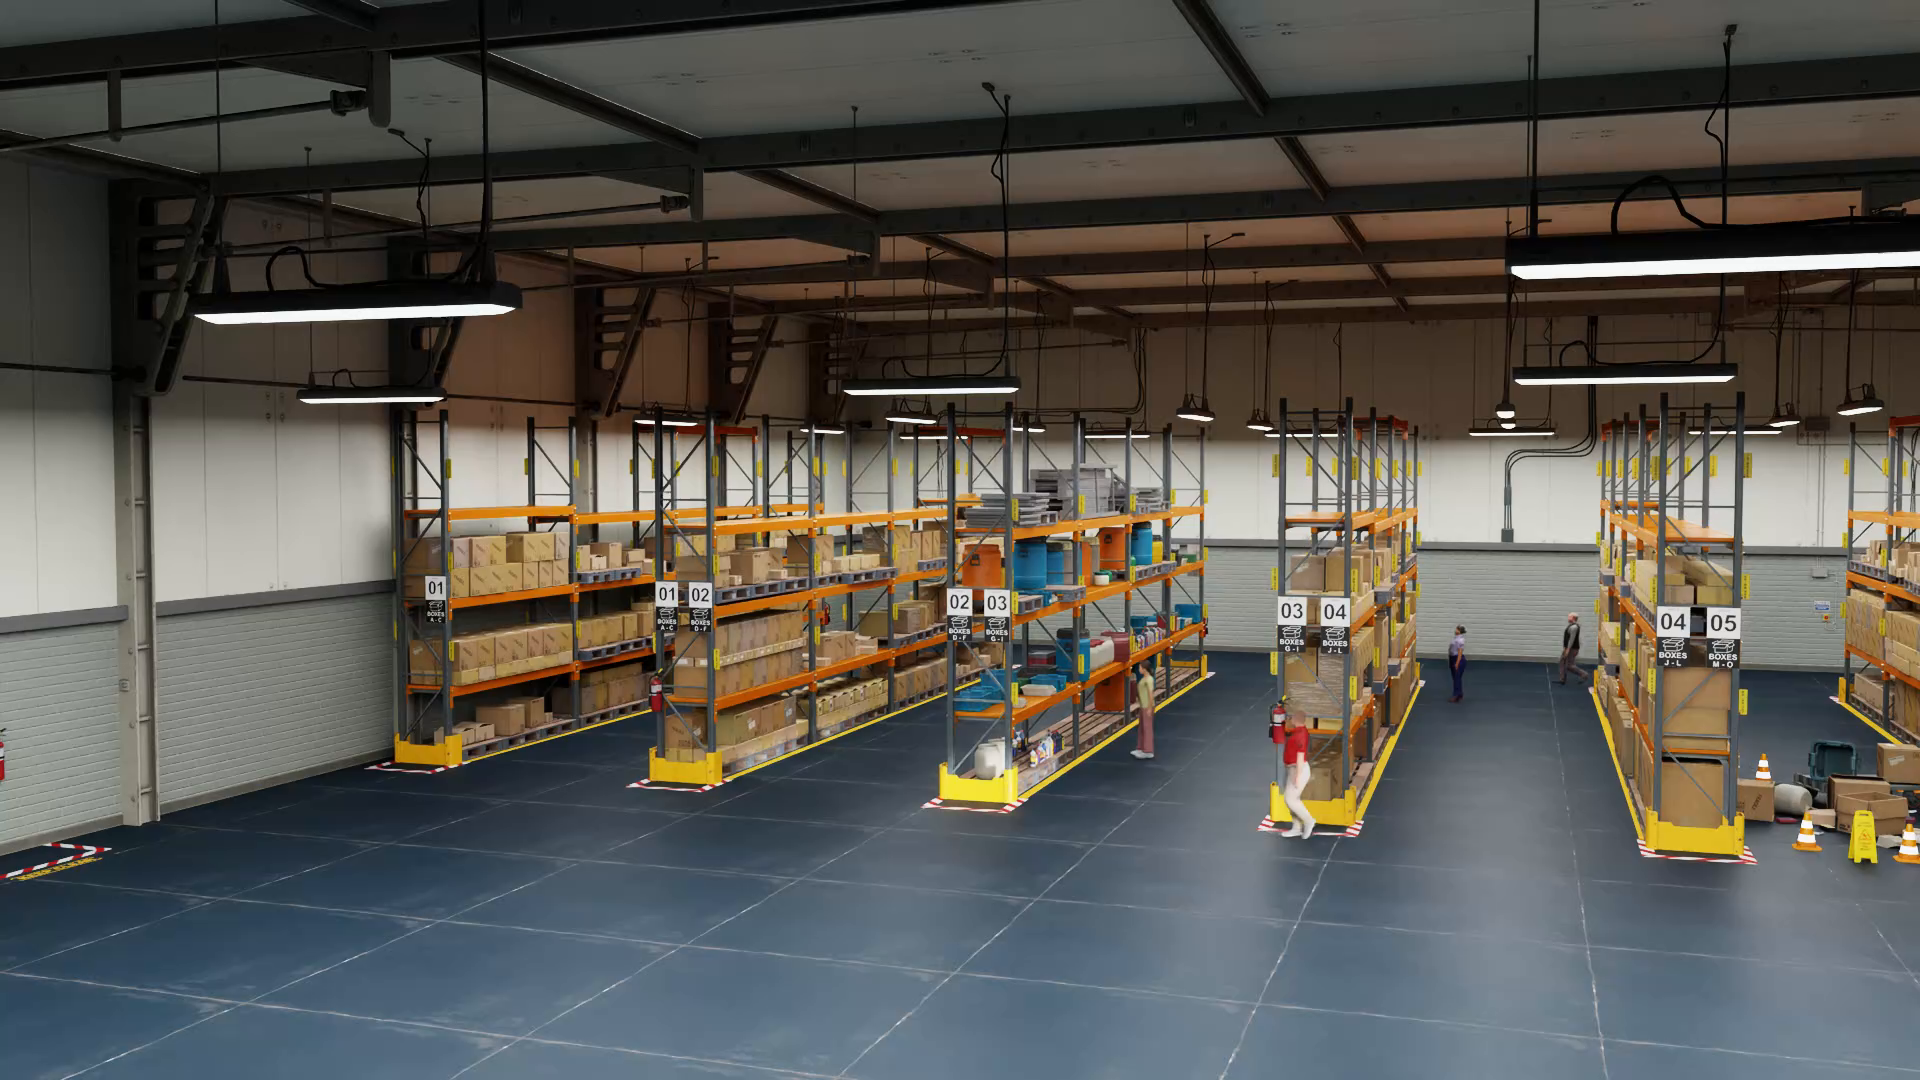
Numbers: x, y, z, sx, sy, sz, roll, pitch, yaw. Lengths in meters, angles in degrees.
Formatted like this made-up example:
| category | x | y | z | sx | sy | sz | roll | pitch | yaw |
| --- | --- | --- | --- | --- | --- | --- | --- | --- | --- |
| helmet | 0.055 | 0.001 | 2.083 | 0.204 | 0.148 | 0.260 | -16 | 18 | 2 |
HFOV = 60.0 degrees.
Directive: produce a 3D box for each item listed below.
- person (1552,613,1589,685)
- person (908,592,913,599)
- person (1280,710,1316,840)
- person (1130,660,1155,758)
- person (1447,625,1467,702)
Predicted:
| category | x | y | z | sx | sy | sz | roll | pitch | yaw |
| --- | --- | --- | --- | --- | --- | --- | --- | --- | --- |
| person | 14.060 | 2.514 | 38.268 | 0.797 | 1.696 | 0.614 | 1 | 2 | 12 |
| person | -1.255 | 2.244 | 43.599 | 0.652 | 1.721 | 1.083 | 0 | 2 | 11 |
| person | 4.531 | 3.170 | 22.454 | 0.452 | 1.744 | 0.526 | -1 | 2 | -12 |
| person | 3.181 | 2.918 | 28.835 | 0.416 | 1.677 | 0.496 | 0 | 2 | -6 |
| person | 10.679 | 2.670 | 35.861 | 0.510 | 1.644 | 0.482 | -1 | 3 | -12 |
